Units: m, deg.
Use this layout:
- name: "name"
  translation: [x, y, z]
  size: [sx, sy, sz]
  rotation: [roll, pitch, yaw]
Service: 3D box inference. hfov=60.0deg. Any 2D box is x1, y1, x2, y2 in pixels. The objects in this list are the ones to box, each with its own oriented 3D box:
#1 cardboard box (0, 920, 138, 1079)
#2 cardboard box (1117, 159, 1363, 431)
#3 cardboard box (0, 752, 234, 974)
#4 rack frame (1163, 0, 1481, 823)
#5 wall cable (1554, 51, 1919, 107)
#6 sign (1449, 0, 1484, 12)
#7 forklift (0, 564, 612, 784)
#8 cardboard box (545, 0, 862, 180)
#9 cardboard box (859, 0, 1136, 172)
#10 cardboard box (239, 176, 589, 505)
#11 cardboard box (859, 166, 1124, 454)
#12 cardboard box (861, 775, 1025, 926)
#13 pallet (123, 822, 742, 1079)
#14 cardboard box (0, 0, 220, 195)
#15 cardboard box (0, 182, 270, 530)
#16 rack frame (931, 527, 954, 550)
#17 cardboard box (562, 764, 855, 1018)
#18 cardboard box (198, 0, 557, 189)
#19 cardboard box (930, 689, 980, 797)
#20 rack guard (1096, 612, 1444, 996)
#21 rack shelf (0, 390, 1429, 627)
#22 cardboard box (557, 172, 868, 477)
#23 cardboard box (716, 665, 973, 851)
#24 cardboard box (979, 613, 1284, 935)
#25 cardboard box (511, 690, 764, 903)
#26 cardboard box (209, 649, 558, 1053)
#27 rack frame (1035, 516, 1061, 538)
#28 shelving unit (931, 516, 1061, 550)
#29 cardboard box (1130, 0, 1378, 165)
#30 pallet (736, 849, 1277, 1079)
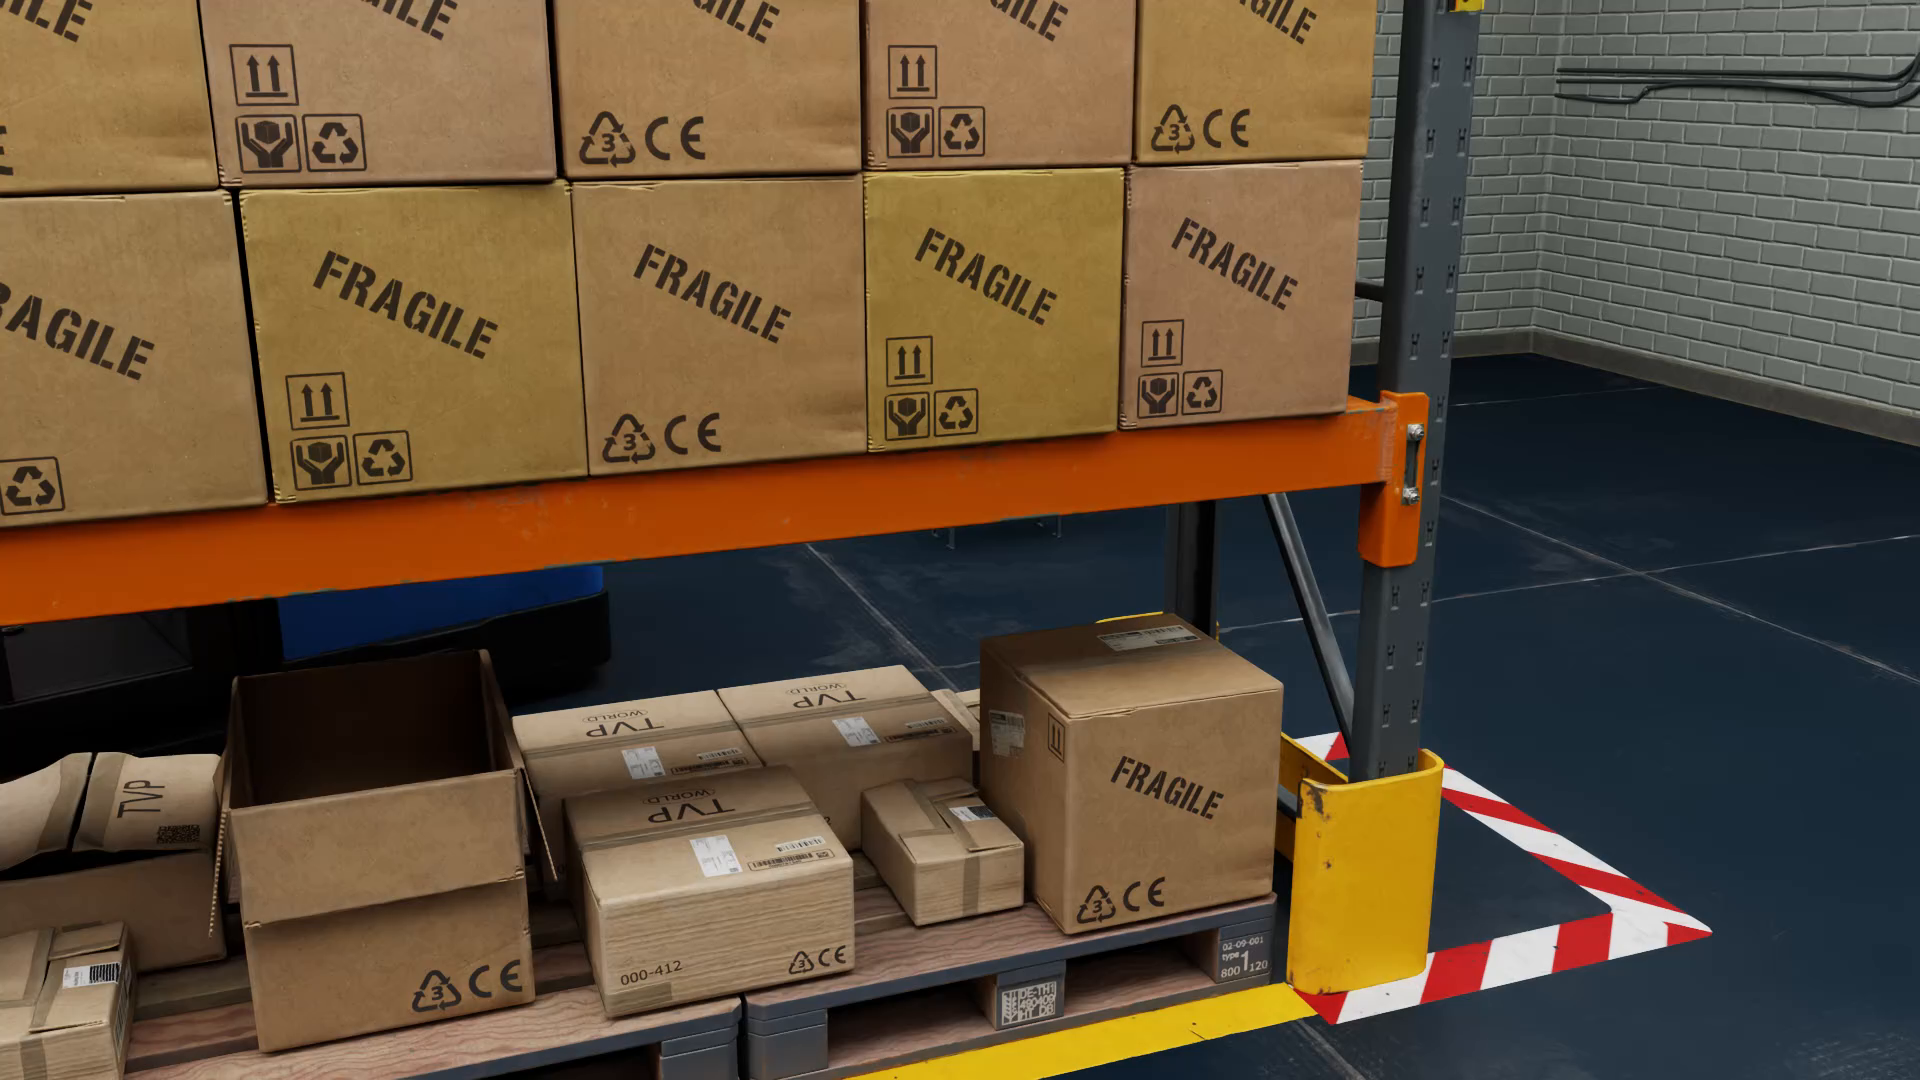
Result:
- name: "cardboard box"
  translation: [-1.676, 0.870, 3.059]
  size: [0.250, 0.166, 0.380]
  rotation: [-6, 17, -20]
- name: "cardboard box"
  translation: [0.465, -0.538, 3.428]
  size: [0.500, 0.500, 0.500]
  rotation: [-6, 17, -18]
- name: "cardboard box"
  translation: [-1.819, 0.668, 3.490]
  size: [0.500, 0.311, 0.500]
  rotation: [-6, 17, -20]
- name: "rack frame"
  translation: [0.786, -0.606, 3.839]
  size: [0.127, 3.000, 1.000]
  rotation: [-6, 17, -20]
- name: "wall cable"
  translation: [4.419, -3.774, 9.490]
  size: [0.112, 2.526, 3.097]
  rotation: [-6, 17, -20]
- name: "sign"
  translation: [0.965, -1.165, 3.128]
  size: [0.005, 0.325, 0.100]
  rotation: [-6, 17, -20]
- name: "forklift"
  translation: [-2.622, -0.790, 4.588]
  size: [3.031, 2.935, 1.130]
  rotation: [-13, 21, -37]
- name: "cardboard box"
  translation: [-0.486, -0.912, 2.929]
  size: [0.500, 0.500, 0.500]
  rotation: [-6, 17, -19]
- name: "cardboard box"
  translation: [-0.003, -0.966, 3.111]
  size: [0.500, 0.500, 0.500]
  rotation: [-6, 17, -19]
- name: "cardboard box"
  translation: [-0.957, -0.385, 2.907]
  size: [0.500, 0.500, 0.500]
  rotation: [-6, 18, -21]
- name: "cardboard box"
  translation: [-0.018, -0.484, 3.246]
  size: [0.500, 0.500, 0.500]
  rotation: [-6, 17, -20]
- name: "cardboard box"
  translation: [-0.044, 0.679, 3.711]
  size: [0.250, 0.166, 0.380]
  rotation: [-6, 17, -20]
- name: "pallet"
  translation: [-1.167, 0.942, 3.516]
  size: [1.213, 0.211, 1.003]
  rotation: [-6, 17, -20]
- name: "cardboard box"
  translation: [-1.447, -0.808, 2.574]
  size: [0.500, 0.500, 0.500]
  rotation: [-7, 18, -22]
- name: "cardboard box"
  translation: [-1.431, -0.333, 2.731]
  size: [0.500, 0.500, 0.500]
  rotation: [-6, 17, -20]
- name: "rack frame"
  translation: [-0.073, -0.568, 6.902]
  size: [0.015, 1.200, 0.240]
  rotation: [-6, 17, -20]
- name: "cardboard box"
  translation: [-0.532, 0.709, 3.458]
  size: [0.500, 0.250, 0.500]
  rotation: [-6, 17, -20]
- name: "cardboard box"
  translation: [-0.965, -0.860, 2.752]
  size: [0.500, 0.500, 0.500]
  rotation: [-6, 17, -18]
- name: "cardboard box"
  translation: [0.038, 0.519, 4.255]
  size: [0.250, 0.166, 0.380]
  rotation: [-6, 17, -20]
- name: "rack guard"
  translation: [0.715, 0.601, 4.165]
  size: [0.348, 0.500, 1.175]
  rotation: [-6, 17, -20]
- name: "rack shelf"
  translation: [-1.082, -0.060, 3.254]
  size: [4.000, 0.370, 1.077]
  rotation: [-6, 17, -20]
- name: "cardboard box"
  translation: [-0.486, -0.435, 3.080]
  size: [0.500, 0.500, 0.500]
  rotation: [-6, 17, -20]
- name: "cardboard box"
  translation: [-0.291, 0.532, 4.061]
  size: [0.500, 0.250, 0.500]
  rotation: [-6, 17, -20]
- name: "cardboard box"
  translation: [0.366, 0.502, 3.722]
  size: [0.500, 0.500, 0.500]
  rotation: [-6, 17, -20]
- name: "cardboard box"
  translation: [-0.758, 0.583, 3.889]
  size: [0.500, 0.250, 0.500]
  rotation: [-6, 17, -20]
- name: "cardboard box"
  translation: [-1.197, 0.593, 3.405]
  size: [0.637, 0.503, 0.797]
  rotation: [-6, 17, -20]
- name: "rack frame"
  translation: [0.382, -0.617, 7.070]
  size: [0.015, 1.200, 0.240]
  rotation: [-6, 17, -20]
- name: "shelving unit"
  translation: [0.155, -0.592, 6.986]
  size: [0.503, 1.200, 0.258]
  rotation: [-6, 17, -20]
- name: "cardboard box"
  translation: [0.468, -1.017, 3.285]
  size: [0.500, 0.500, 0.500]
  rotation: [-6, 18, -21]
- name: "pallet"
  translation: [-0.030, 0.820, 3.932]
  size: [1.213, 0.211, 1.003]
  rotation: [-6, 17, -20]
